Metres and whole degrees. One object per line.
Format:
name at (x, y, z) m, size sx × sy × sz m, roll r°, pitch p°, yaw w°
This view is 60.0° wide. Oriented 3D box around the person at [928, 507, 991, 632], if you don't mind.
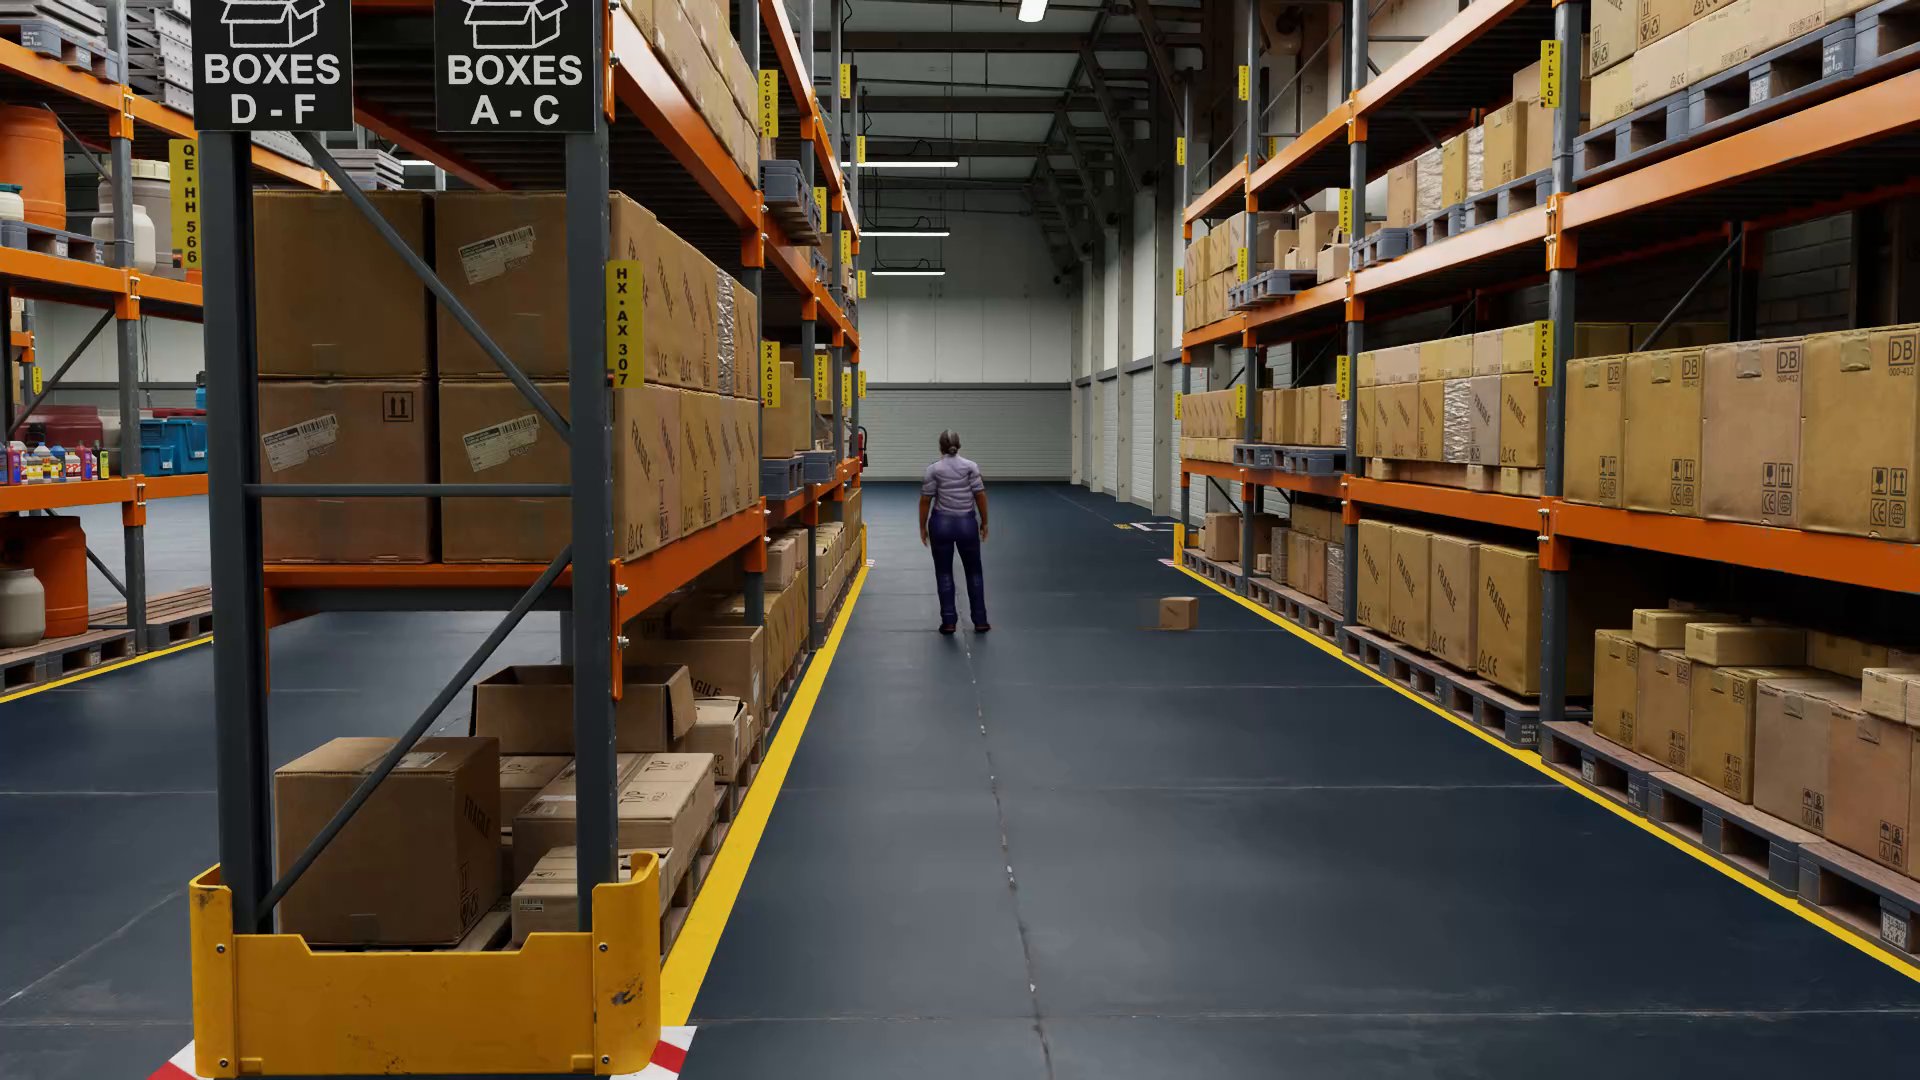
person at (0.000, 0.233, 13.594) m, size 0.525 × 1.034 × 0.501 m, roll 0°, pitch 4°, yaw -2°
